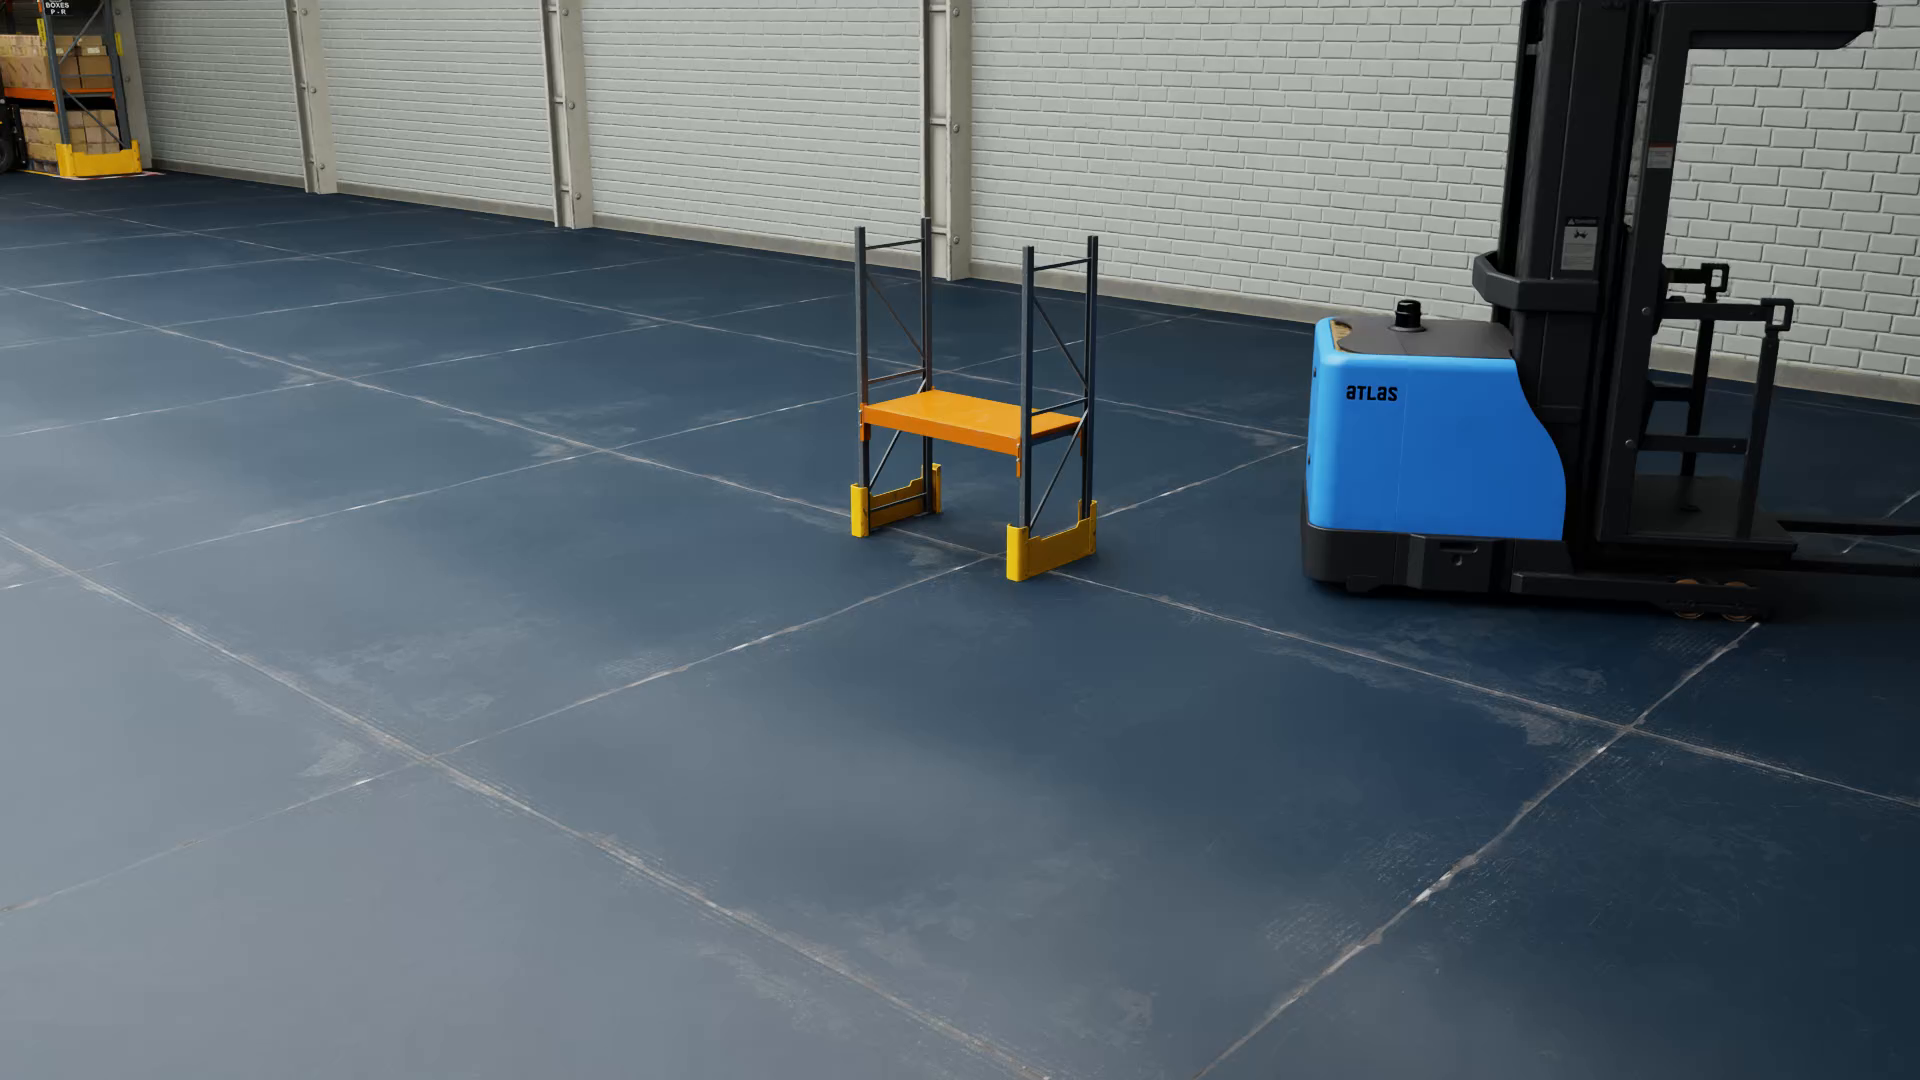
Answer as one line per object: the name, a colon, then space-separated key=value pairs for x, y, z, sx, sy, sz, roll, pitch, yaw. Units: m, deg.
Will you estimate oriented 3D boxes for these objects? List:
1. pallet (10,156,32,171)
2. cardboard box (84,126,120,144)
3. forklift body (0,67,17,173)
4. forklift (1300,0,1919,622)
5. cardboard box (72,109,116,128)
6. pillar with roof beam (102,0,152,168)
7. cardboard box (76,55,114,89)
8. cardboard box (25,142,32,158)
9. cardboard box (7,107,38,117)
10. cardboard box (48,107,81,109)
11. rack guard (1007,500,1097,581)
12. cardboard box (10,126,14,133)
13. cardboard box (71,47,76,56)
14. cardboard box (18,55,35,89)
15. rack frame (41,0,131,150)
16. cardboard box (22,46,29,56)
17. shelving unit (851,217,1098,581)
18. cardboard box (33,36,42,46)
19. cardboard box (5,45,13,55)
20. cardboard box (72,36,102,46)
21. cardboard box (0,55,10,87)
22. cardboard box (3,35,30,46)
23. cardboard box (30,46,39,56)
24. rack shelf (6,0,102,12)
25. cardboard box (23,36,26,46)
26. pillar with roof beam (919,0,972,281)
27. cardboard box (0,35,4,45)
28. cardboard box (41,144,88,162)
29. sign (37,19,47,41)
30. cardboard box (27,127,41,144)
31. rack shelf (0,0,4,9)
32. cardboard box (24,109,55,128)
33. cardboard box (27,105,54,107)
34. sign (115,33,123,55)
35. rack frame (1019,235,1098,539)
pallet: x=-15.184 y=-6.320 z=27.677 sx=1.213 sy=0.211 sz=1.003 roll=15 pitch=23 yaw=39
cardboard box: x=-13.890 y=-6.529 z=26.752 sx=0.500 sy=0.250 sz=0.500 roll=16 pitch=23 yaw=40
forklift body: x=-16.305 y=-6.824 z=26.057 sx=1.214 sy=2.155 sz=2.313 roll=15 pitch=23 yaw=39
forklift: x=3.096 y=-1.226 z=7.129 sx=3.031 sy=2.935 sz=1.130 roll=3 pitch=18 yaw=10
cardboard box: x=-13.910 y=-6.766 z=26.670 sx=0.500 sy=0.250 sz=0.500 roll=15 pitch=23 yaw=38
pillar with roof beam: x=-16.456 y=-9.489 z=23.136 sx=0.400 sy=9.000 sz=9.100 roll=15 pitch=23 yaw=39
cardboard box: x=-13.862 y=-7.470 z=26.526 sx=0.500 sy=0.500 sz=0.500 roll=16 pitch=24 yaw=41
cardboard box: x=-14.971 y=-6.377 z=27.098 sx=0.500 sy=0.250 sz=0.500 roll=15 pitch=23 yaw=40
cardboard box: x=-15.371 y=-6.952 z=27.257 sx=0.500 sy=0.250 sz=0.500 roll=14 pitch=23 yaw=38
cardboard box: x=-14.653 y=-6.968 z=27.307 sx=0.500 sy=0.250 sz=0.500 roll=15 pitch=23 yaw=39
rack guard: x=0.429 y=-0.004 z=7.711 sx=0.087 sy=0.250 sz=0.587 roll=15 pitch=23 yaw=39
cardboard box: x=-15.388 y=-6.718 z=27.347 sx=0.500 sy=0.250 sz=0.500 roll=15 pitch=23 yaw=39
cardboard box: x=-13.985 y=-7.779 z=26.427 sx=0.250 sy=0.149 sz=0.380 roll=15 pitch=23 yaw=39
cardboard box: x=-14.600 y=-7.454 z=26.473 sx=0.500 sy=0.500 sz=0.500 roll=16 pitch=24 yaw=41
rack frame: x=-13.676 y=-7.260 z=26.030 sx=0.127 sy=3.000 sz=1.000 roll=15 pitch=23 yaw=39
cardboard box: x=-14.664 y=-7.786 z=26.449 sx=0.250 sy=0.149 sz=0.380 roll=15 pitch=23 yaw=39
shelving unit: x=0.057 y=-0.700 z=7.837 sx=1.083 sy=1.500 sz=0.587 roll=15 pitch=23 yaw=39
cardboard box: x=-14.289 y=-7.826 z=26.082 sx=0.250 sy=0.149 sz=0.380 roll=15 pitch=23 yaw=39
cardboard box: x=-15.097 y=-7.875 z=26.730 sx=0.250 sy=0.149 sz=0.380 roll=15 pitch=23 yaw=40
cardboard box: x=-13.786 y=-7.875 z=26.236 sx=0.250 sy=0.149 sz=0.380 roll=14 pitch=23 yaw=38
cardboard box: x=-15.367 y=-7.655 z=27.108 sx=0.500 sy=0.500 sz=0.500 roll=15 pitch=23 yaw=40
cardboard box: x=-15.105 y=-8.017 z=26.684 sx=0.250 sy=0.149 sz=0.380 roll=16 pitch=23 yaw=40
cardboard box: x=-14.332 y=-7.668 z=26.076 sx=0.250 sy=0.149 sz=0.380 roll=16 pitch=23 yaw=40
rack shelf: x=-15.172 y=-8.749 z=26.950 sx=4.000 sy=0.370 sz=1.077 roll=15 pitch=23 yaw=39
cardboard box: x=-14.640 y=-7.939 z=26.438 sx=0.250 sy=0.149 sz=0.380 roll=15 pitch=23 yaw=40
pillar with roof beam: x=-2.993 y=-5.875 z=11.748 sx=0.400 sy=9.000 sz=9.100 roll=15 pitch=23 yaw=39
cardboard box: x=-15.412 y=-8.144 z=27.085 sx=0.250 sy=0.149 sz=0.380 roll=15 pitch=23 yaw=39
cardboard box: x=-14.237 y=-6.173 z=26.454 sx=0.500 sy=0.250 sz=0.500 roll=15 pitch=23 yaw=40
sign: x=-14.047 y=-7.805 z=25.441 sx=0.005 sy=0.325 sz=0.100 roll=15 pitch=23 yaw=39
cardboard box: x=-14.616 y=-6.518 z=26.716 sx=0.500 sy=0.250 sz=0.500 roll=15 pitch=23 yaw=39
rack shelf: x=-18.164 y=-9.552 z=29.481 sx=4.000 sy=0.370 sz=1.077 roll=15 pitch=23 yaw=39
cardboard box: x=-14.613 y=-6.749 z=26.619 sx=0.500 sy=0.250 sz=0.500 roll=16 pitch=23 yaw=40
cardboard box: x=-15.413 y=-7.171 z=27.948 sx=0.500 sy=0.250 sz=0.500 roll=15 pitch=23 yaw=40
sign: x=-13.303 y=-7.835 z=26.279 sx=0.005 sy=0.325 sz=0.100 roll=15 pitch=23 yaw=39
rack frame: x=0.444 y=-0.596 z=7.509 sx=0.032 sy=1.500 sz=0.500 roll=15 pitch=23 yaw=39
